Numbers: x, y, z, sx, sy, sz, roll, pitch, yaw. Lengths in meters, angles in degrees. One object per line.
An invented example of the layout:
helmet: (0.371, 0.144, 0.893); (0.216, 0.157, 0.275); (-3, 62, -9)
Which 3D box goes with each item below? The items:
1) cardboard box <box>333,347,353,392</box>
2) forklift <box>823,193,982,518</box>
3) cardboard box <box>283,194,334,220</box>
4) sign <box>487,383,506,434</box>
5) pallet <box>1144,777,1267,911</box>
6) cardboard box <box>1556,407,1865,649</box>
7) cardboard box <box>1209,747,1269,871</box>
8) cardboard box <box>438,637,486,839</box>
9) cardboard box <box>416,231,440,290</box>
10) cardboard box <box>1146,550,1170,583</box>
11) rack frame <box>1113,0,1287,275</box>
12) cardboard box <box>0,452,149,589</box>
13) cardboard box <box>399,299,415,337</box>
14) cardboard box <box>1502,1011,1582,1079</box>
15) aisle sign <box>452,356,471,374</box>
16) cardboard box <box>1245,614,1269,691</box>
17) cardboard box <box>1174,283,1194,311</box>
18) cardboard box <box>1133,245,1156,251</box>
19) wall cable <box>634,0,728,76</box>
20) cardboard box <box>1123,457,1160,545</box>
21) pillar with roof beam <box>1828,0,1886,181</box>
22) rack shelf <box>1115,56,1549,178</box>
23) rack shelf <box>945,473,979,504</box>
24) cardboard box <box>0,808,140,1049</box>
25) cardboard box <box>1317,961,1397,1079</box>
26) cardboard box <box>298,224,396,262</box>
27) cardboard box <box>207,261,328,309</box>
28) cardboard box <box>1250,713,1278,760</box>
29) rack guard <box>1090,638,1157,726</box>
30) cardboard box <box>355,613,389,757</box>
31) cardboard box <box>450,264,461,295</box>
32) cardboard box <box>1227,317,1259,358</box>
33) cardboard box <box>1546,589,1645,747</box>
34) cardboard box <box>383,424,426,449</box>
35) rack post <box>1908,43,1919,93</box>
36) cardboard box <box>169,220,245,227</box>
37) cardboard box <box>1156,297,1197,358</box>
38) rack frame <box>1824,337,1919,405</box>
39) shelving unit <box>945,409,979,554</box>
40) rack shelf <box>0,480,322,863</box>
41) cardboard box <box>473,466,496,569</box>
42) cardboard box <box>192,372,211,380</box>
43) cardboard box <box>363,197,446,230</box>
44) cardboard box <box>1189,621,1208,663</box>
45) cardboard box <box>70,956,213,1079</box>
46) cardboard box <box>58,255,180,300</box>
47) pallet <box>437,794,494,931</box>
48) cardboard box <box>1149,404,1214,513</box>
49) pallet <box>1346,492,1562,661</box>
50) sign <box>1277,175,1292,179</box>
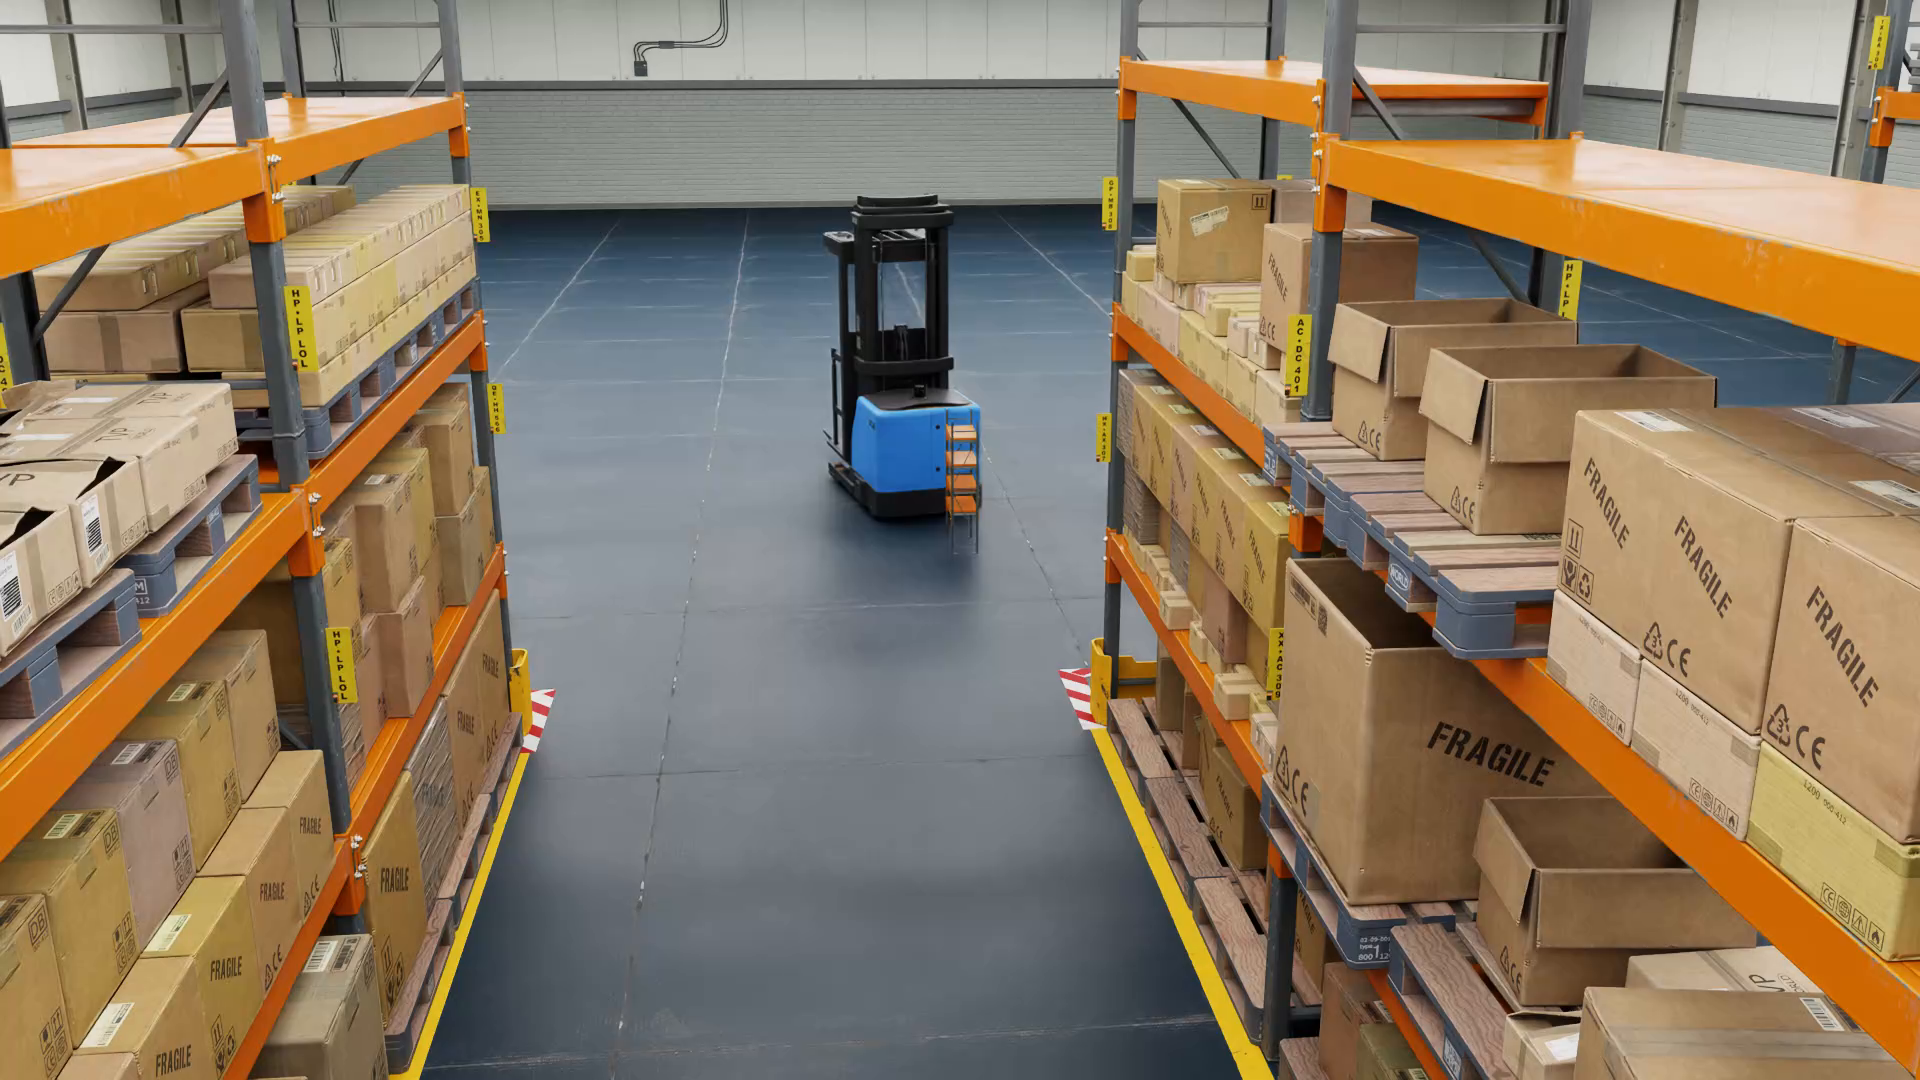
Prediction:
cardboard box: (-2.778, -0.711, 6.979); (0.380, 0.149, 0.250); (-2, 18, -5)
forklift: (-0.723, -2.009, 16.684); (1.130, 2.935, 3.031); (-5, 18, -17)
cardboard box: (-3.693, -1.827, 9.202); (0.380, 0.149, 0.250); (-2, 18, -6)
sign: (-2.922, -0.826, 10.471); (0.100, 0.325, 0.005); (-2, 18, -6)
pallet: (1.660, 1.688, 9.448); (1.003, 0.211, 1.213); (-2, 18, -6)
cardboard box: (1.909, -0.040, 4.286); (0.500, 0.500, 0.500); (-1, 17, -5)
cardboard box: (1.684, 1.440, 9.055); (0.500, 0.500, 0.500); (-3, 18, -11)
cardboard box: (-3.234, 1.128, 9.423); (0.875, 0.875, 0.875); (-2, 18, -7)
cardboard box: (-3.033, -1.461, 8.702); (0.500, 0.250, 0.500); (-2, 18, -6)
cardboard box: (1.338, 0.165, 10.063); (0.380, 0.149, 0.250); (-2, 18, -6)
rack frame: (1.481, -3.133, 10.133); (1.000, 3.000, 0.127); (-2, 18, -6)
cardboard box: (-2.651, -0.077, 4.688); (0.500, 0.311, 0.500); (-2, 18, -8)
cardboard box: (-2.906, -1.087, 8.177); (0.380, 0.149, 0.250); (-2, 17, -5)
cardboard box: (1.866, 1.488, 4.953); (0.396, 0.266, 0.258); (-2, 18, -7)
aisle sign: (-3.172, -1.418, 10.347); (0.394, 0.787, 0.004); (-2, 18, -6)
cardboard box: (1.892, 0.445, 8.088); (0.875, 0.500, 0.500); (-2, 18, -6)
cardboard box: (1.380, -1.343, 9.024); (0.380, 0.149, 0.250); (-3, 18, -8)
cardboard box: (1.280, -1.731, 10.261); (0.380, 0.149, 0.250); (-2, 18, -6)
wall cable: (-6.776, -14.205, 39.722); (2.305, 6.003, 0.169); (-2, 18, -6)
cardboard box: (1.511, -0.296, 10.448); (0.875, 0.500, 0.500); (-2, 18, -6)
pillar with roof beam: (11.056, -8.640, 27.675); (9.100, 9.000, 0.400); (-2, 18, -6)
rack shelf: (1.688, -2.192, 8.344); (1.077, 0.370, 4.000); (-2, 18, -6)
rack shelf: (0.017, -0.459, 14.860); (0.258, 0.148, 0.480); (-2, 18, -6)
cardboard box: (-2.836, 1.121, 4.762); (0.700, 0.500, 0.500); (-2, 18, -6)
cardboard box: (1.936, 2.087, 6.960); (0.700, 0.500, 0.500); (-3, 18, -10)
cardboard box: (-2.882, -1.394, 7.821); (0.380, 0.149, 0.250); (-2, 18, -6)
cardboard box: (-2.749, -1.015, 6.614); (0.380, 0.149, 0.250); (-2, 18, -5)
cardboard box: (1.563, 0.911, 7.687); (0.380, 0.149, 0.250); (-2, 18, -6)
rack guard: (1.489, 0.944, 11.334); (1.175, 0.500, 0.348); (-2, 18, -6)
cardboard box: (-3.179, 0.700, 7.690); (0.875, 0.550, 0.550); (-2, 18, -6)
cardboard box: (-3.039, -1.467, 9.385); (0.380, 0.149, 0.250); (-2, 17, -5)
cardboard box: (1.470, -0.953, 7.781); (0.380, 0.149, 0.250); (-2, 18, -7)
cardboard box: (1.900, 0.322, 4.387); (0.500, 0.250, 0.500); (-1, 17, -4)
cardboard box: (-3.392, -0.291, 9.042); (0.875, 0.550, 0.550); (-2, 18, -6)
rack post: (6.359, -2.818, 9.966); (0.937, 0.300, 0.954); (0, 17, 0)
cardboard box: (-3.562, -1.447, 7.992); (0.380, 0.149, 0.250); (-2, 17, -5)
cardboard box: (1.380, -1.178, 9.163); (0.500, 0.250, 0.500); (-2, 18, -6)
rack frame: (6.408, -0.424, 11.519); (1.000, 3.000, 0.127); (-2, 18, -6)
shelving unit: (0.017, -0.523, 14.840); (0.258, 1.200, 0.503); (-2, 18, -6)
rack shelf: (-2.844, 0.552, 4.604); (1.077, 0.370, 4.000); (-2, 18, -6)
cardboard box: (-3.379, -0.110, 10.270); (0.875, 0.550, 0.550); (-2, 18, -6)
cardboard box: (-3.460, -0.766, 7.153); (0.380, 0.149, 0.250); (-2, 17, -5)
cardboard box: (-3.011, -1.770, 9.019); (0.380, 0.149, 0.250); (-1, 17, -5)
cardboard box: (1.439, 0.538, 8.874); (0.380, 0.149, 0.250); (-2, 18, -6)
cardboard box: (-2.571, 1.596, 4.919); (0.500, 0.500, 0.500); (-2, 18, -6)
cardboard box: (-3.431, -1.070, 6.791); (0.380, 0.149, 0.250); (-2, 18, -6)
pallet: (-3.180, 1.781, 9.151); (1.003, 0.211, 1.213); (-2, 18, -6)
cardboard box: (1.364, -0.467, 9.324); (0.500, 0.500, 0.500); (-2, 18, -6)
pallet: (1.962, 0.075, 5.235); (1.213, 0.211, 1.003); (-2, 18, -6)
sign: (2.035, -2.136, 10.486); (0.100, 0.325, 0.005); (-2, 18, -6)
